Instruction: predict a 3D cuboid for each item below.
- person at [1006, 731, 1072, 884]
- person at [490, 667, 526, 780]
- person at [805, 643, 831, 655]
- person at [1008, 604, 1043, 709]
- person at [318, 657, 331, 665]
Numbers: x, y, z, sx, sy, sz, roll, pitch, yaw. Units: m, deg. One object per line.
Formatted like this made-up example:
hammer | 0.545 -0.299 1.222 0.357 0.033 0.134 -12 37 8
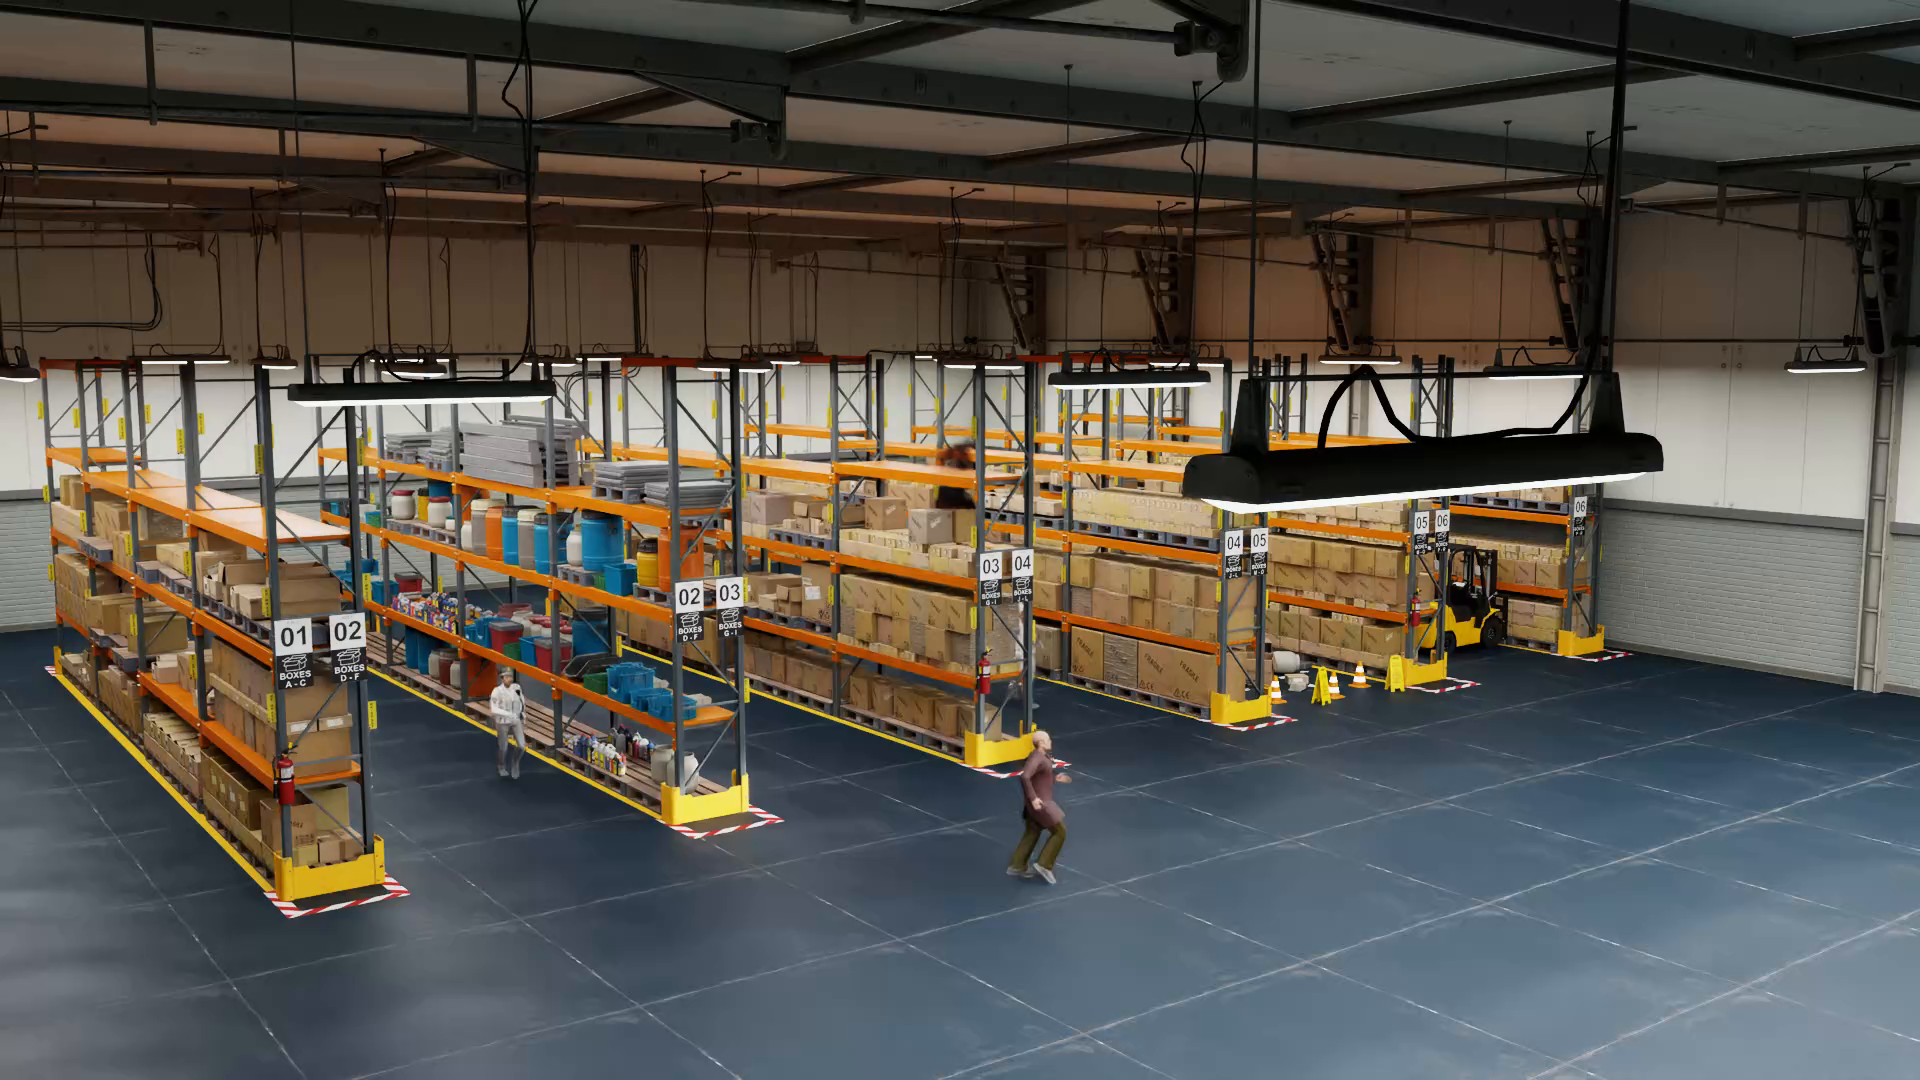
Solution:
person | 0.943 3.133 19.501 0.803 1.823 0.693 -1 7 -12
person | -6.467 2.632 23.902 0.578 1.671 0.739 -5 8 -35
person | -2.740 1.536 32.825 0.574 1.721 0.883 -6 9 -43
person | 1.086 1.990 28.814 0.677 1.778 0.828 -7 9 -44
person | -10.894 2.093 28.210 0.607 1.722 0.656 6 9 43
